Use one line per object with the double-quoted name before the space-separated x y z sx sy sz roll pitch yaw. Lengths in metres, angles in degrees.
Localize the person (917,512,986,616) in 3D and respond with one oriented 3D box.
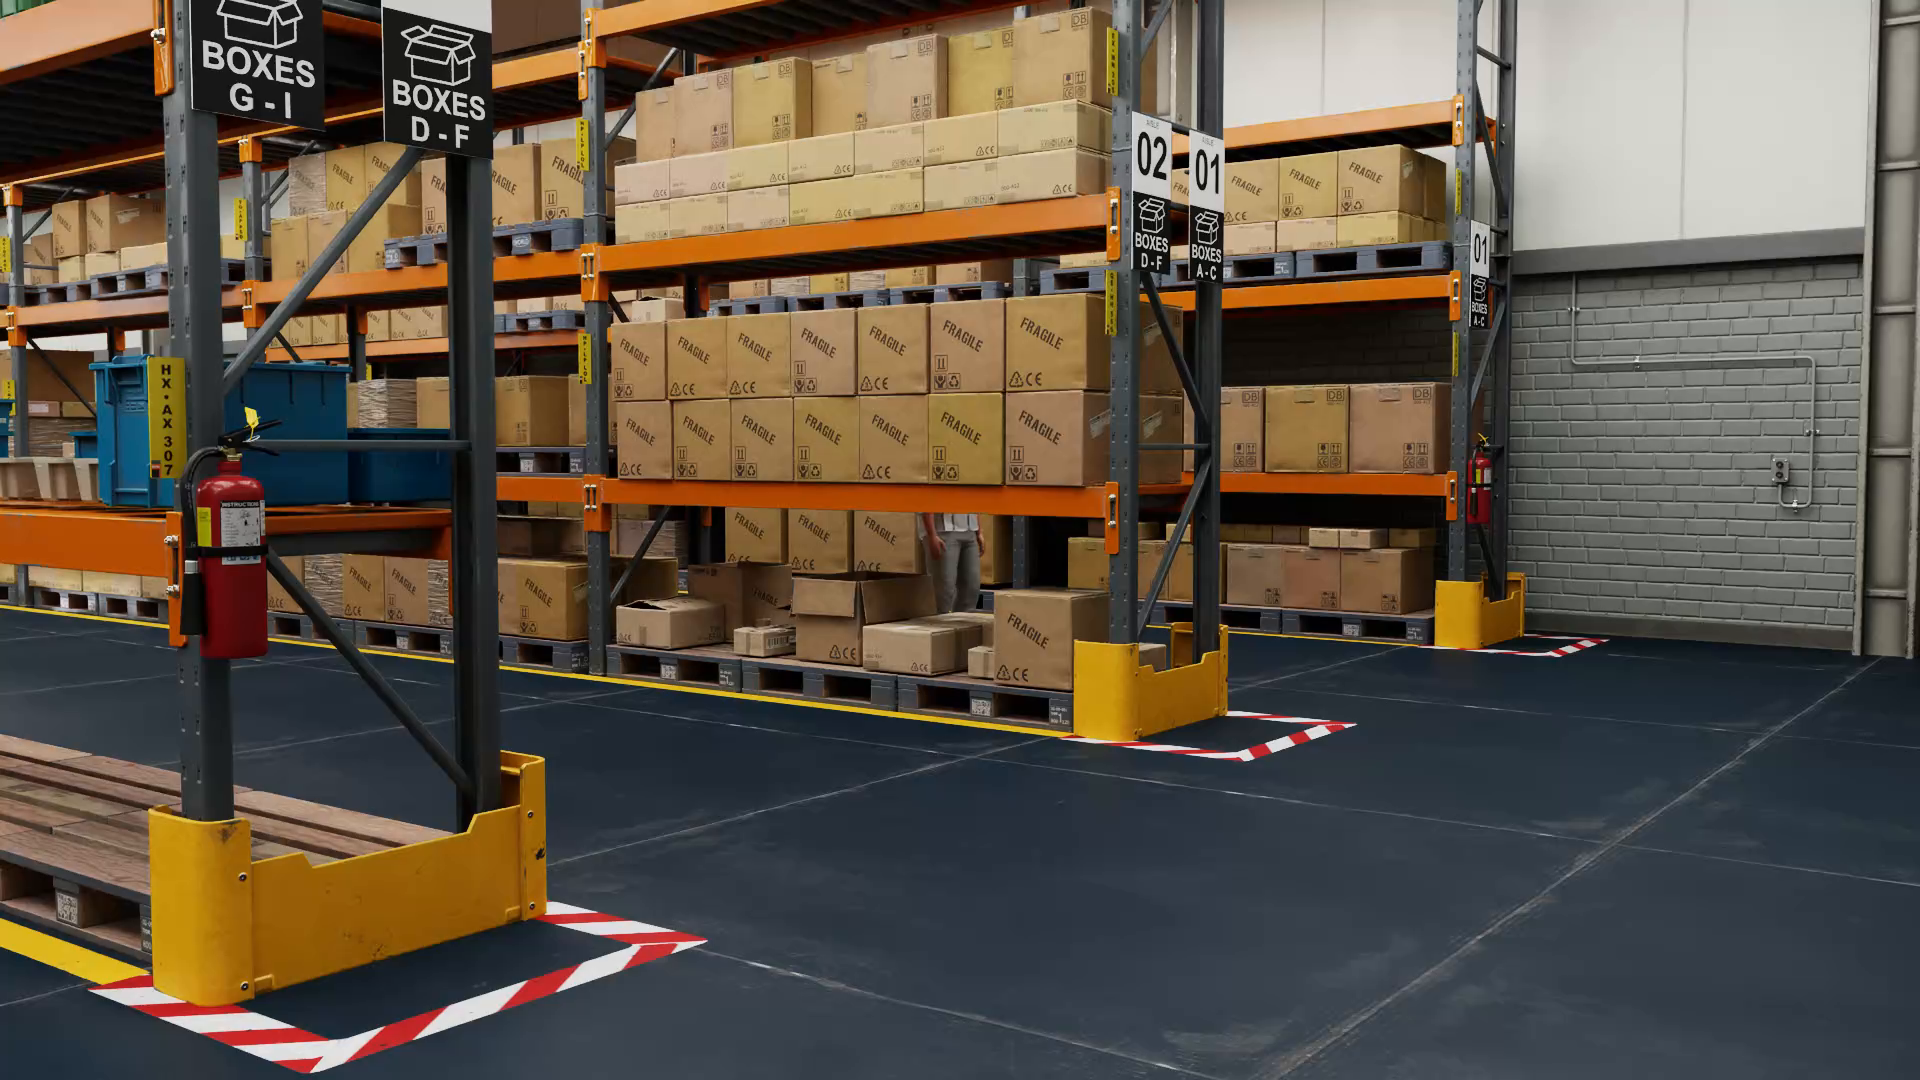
"person" -0.056 -0.021 11.712 0.436 1.748 0.587 3 4 40
